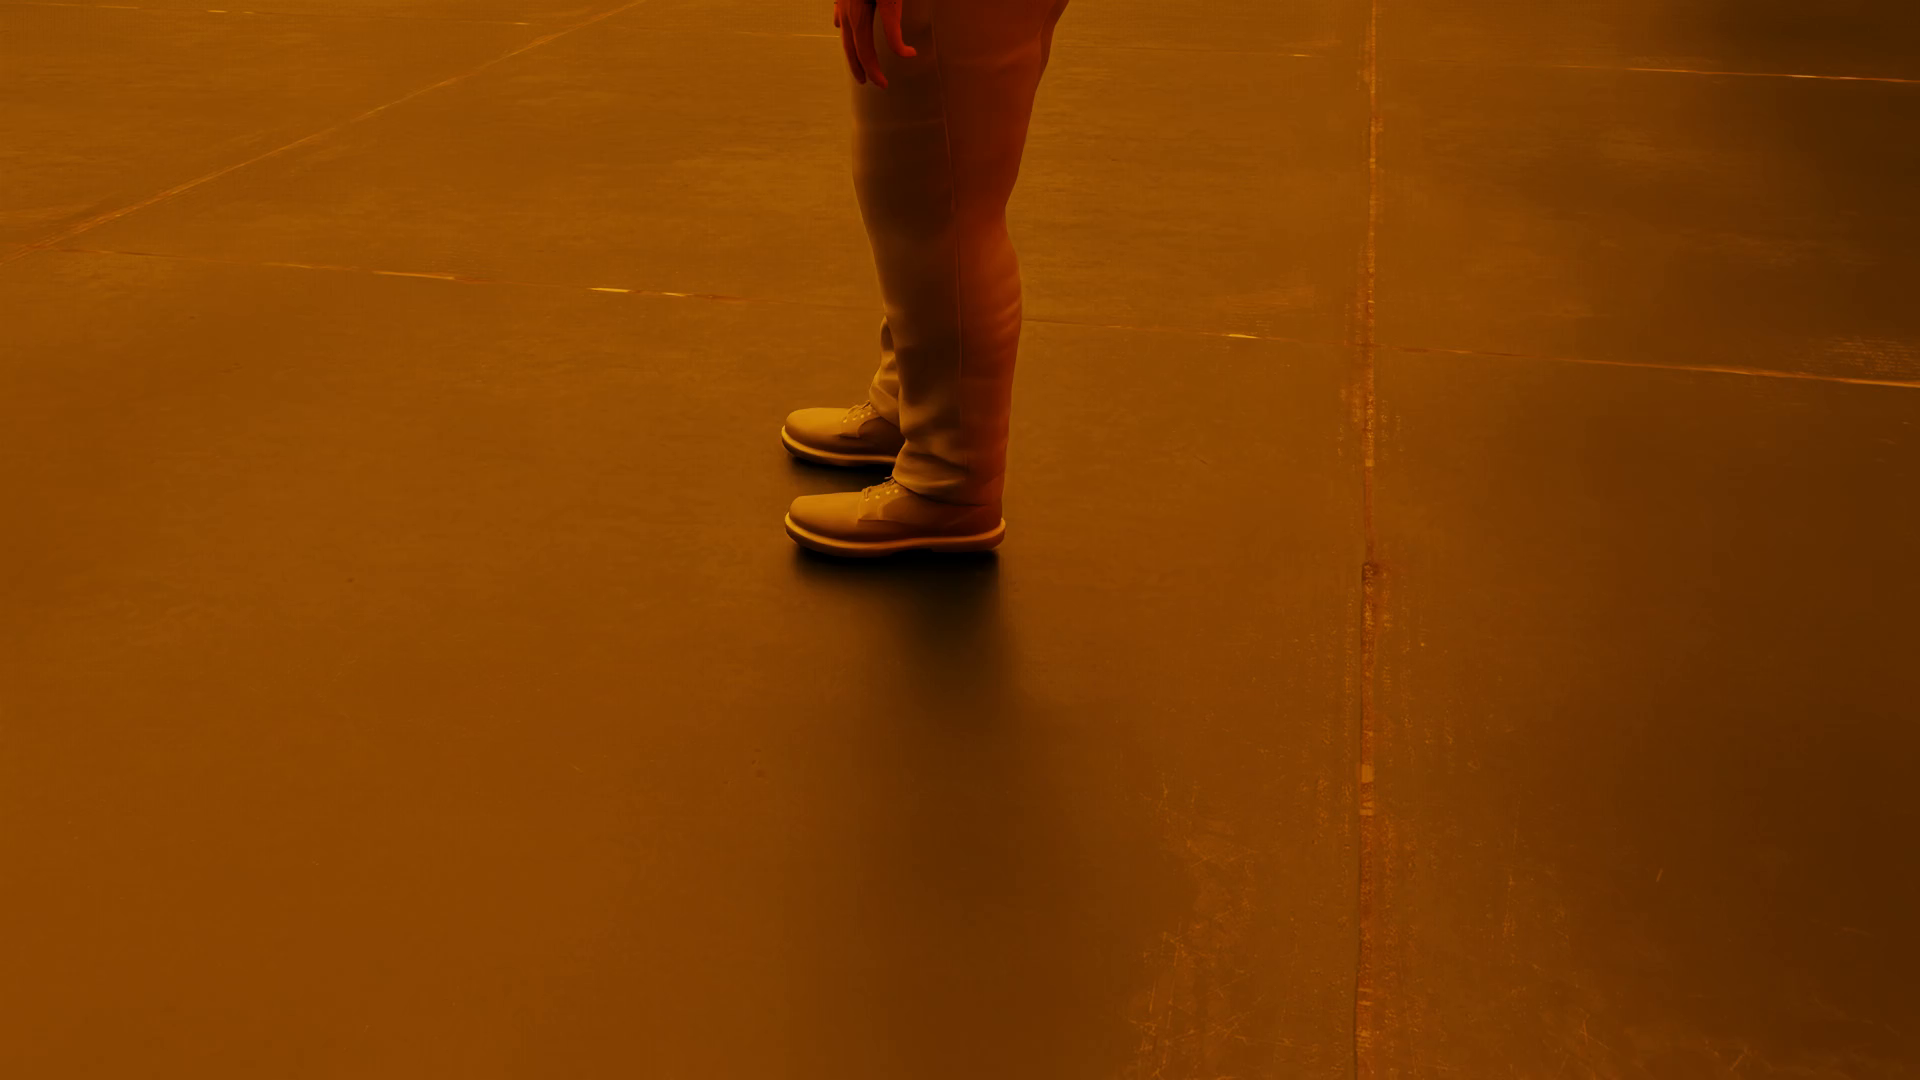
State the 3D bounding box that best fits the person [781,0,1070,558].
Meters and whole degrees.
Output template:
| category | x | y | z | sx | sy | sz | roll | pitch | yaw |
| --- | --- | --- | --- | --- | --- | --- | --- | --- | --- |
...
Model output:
| category | x | y | z | sx | sy | sz | roll | pitch | yaw |
| --- | --- | --- | --- | --- | --- | --- | --- | --- | --- |
| person | -0.073 | -0.814 | 2.122 | 0.575 | 1.778 | 0.640 | 6 | 27 | 11 |
